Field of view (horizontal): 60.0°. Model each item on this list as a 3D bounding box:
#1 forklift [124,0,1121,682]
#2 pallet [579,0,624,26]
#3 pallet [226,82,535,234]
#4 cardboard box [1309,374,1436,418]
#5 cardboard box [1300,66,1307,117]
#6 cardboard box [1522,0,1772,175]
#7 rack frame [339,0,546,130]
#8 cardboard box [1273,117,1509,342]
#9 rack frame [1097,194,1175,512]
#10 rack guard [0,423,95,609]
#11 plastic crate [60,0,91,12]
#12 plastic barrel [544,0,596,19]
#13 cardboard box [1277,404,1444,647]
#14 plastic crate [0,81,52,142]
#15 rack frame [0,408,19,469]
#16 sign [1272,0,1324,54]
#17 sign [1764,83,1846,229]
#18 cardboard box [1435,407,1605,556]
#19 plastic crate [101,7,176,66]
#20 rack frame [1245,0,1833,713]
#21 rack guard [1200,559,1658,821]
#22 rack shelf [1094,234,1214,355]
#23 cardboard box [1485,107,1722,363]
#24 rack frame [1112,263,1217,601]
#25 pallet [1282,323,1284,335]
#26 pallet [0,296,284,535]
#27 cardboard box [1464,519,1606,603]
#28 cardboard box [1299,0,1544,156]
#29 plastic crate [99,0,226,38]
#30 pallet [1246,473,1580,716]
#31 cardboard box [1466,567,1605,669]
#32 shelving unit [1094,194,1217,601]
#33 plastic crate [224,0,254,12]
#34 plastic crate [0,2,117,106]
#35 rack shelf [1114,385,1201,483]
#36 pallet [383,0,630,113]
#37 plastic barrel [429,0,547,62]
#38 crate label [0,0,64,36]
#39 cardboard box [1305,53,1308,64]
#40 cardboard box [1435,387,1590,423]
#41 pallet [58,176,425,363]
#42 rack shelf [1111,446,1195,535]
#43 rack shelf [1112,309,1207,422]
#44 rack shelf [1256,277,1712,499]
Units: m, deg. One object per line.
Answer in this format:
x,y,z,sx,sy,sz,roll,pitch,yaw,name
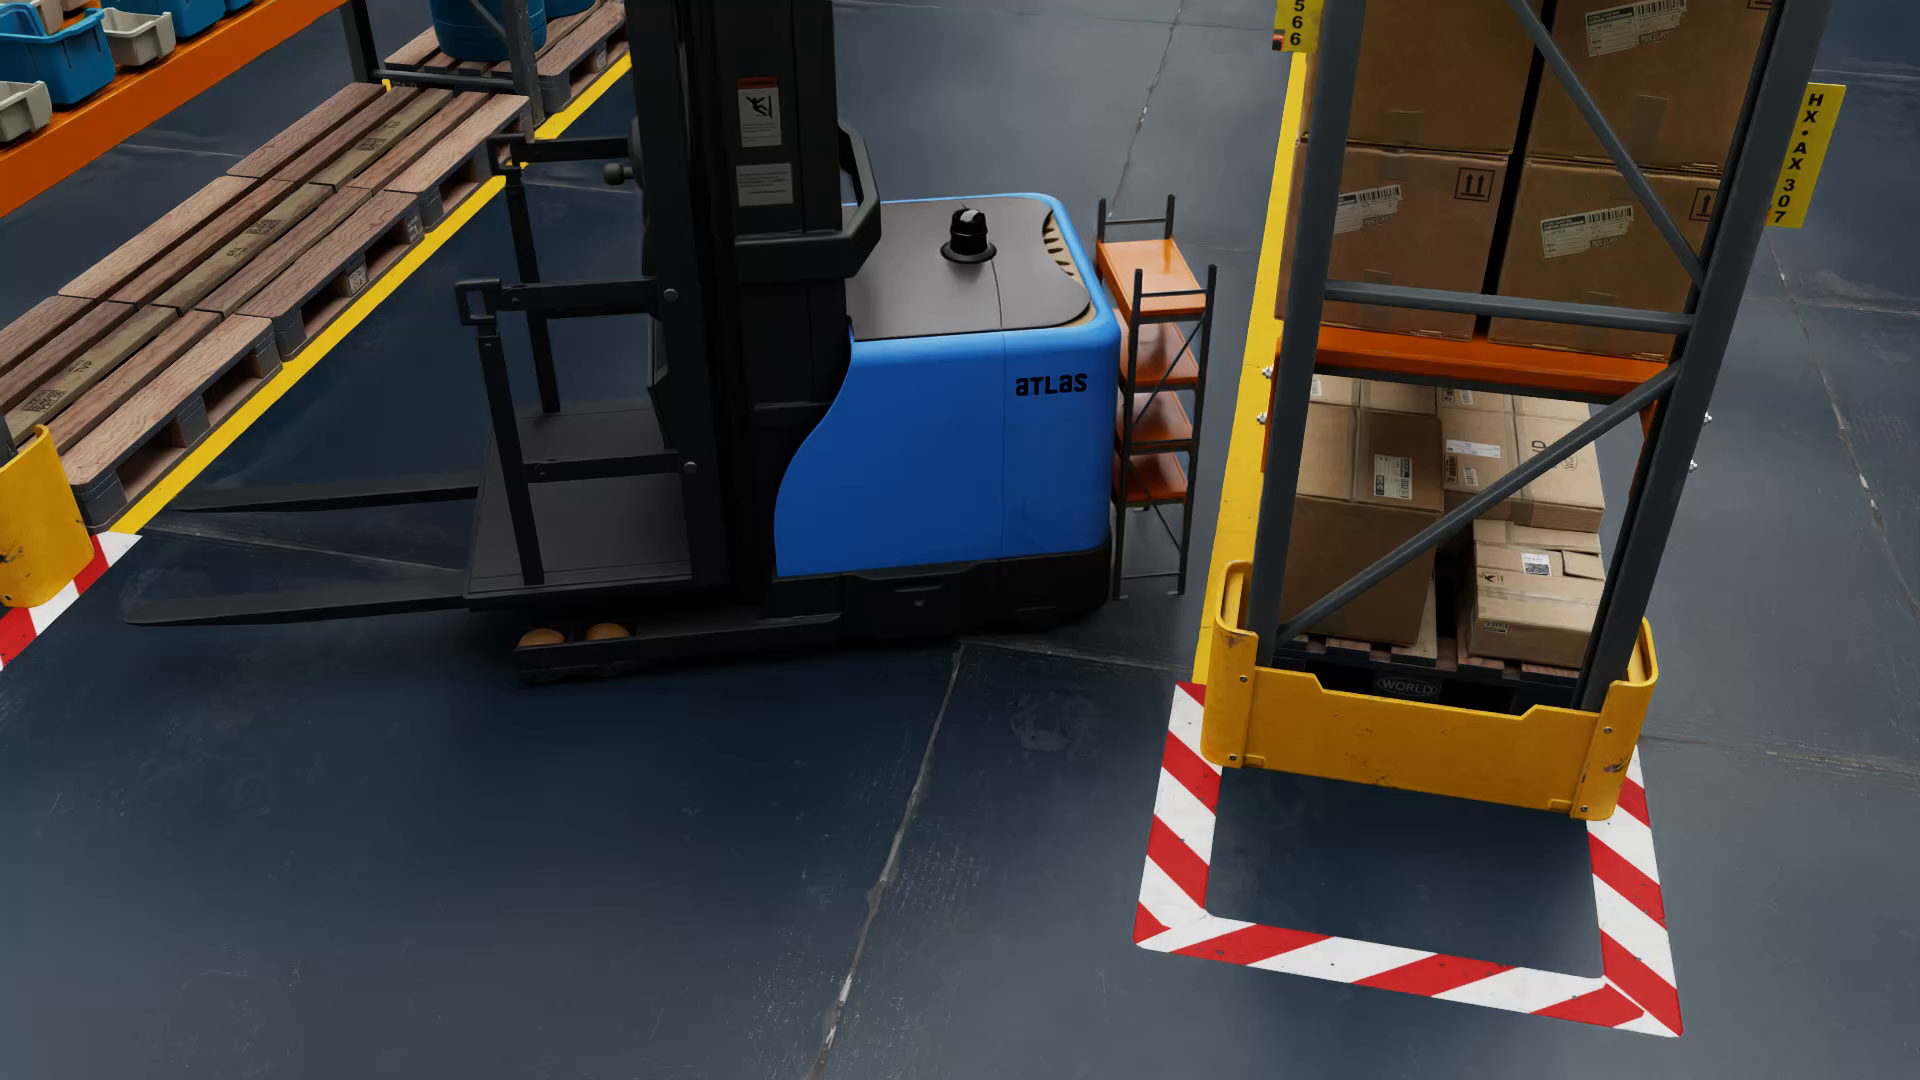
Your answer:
-1.079,-1.080,4.742,3.031,2.935,1.130,-5,36,-7,forklift
-2.234,-3.473,10.362,1.003,0.211,1.213,7,37,10,pallet
-2.817,-1.908,8.202,1.003,0.211,1.213,7,37,10,pallet
1.394,-0.495,5.845,0.500,0.250,0.500,7,37,10,cardboard box
1.223,-1.176,4.732,0.500,0.500,0.500,8,37,10,cardboard box
1.639,-1.214,3.931,0.500,0.500,0.500,8,37,11,cardboard box
-2.698,-3.463,7.972,1.000,3.000,0.127,7,37,10,rack frame
1.116,-0.878,4.321,0.500,0.500,0.500,8,37,11,cardboard box
0.551,-0.583,5.532,0.240,1.200,0.015,-5,36,-7,rack frame
-3.545,-0.142,5.520,1.175,0.500,0.348,7,37,10,rack guard
-3.398,-2.077,6.233,0.298,0.136,0.250,7,37,10,plastic crate
-2.414,-3.499,9.452,0.600,0.901,0.708,7,37,10,plastic barrel
1.162,-0.056,5.026,0.500,0.500,0.500,7,37,10,cardboard box
-3.028,-1.361,5.246,0.250,0.136,0.298,7,37,10,plastic crate
-3.552,-1.170,4.808,1.000,3.000,0.127,7,37,10,rack frame
0.748,-1.225,3.628,0.100,0.325,0.005,7,37,10,sign
1.816,-0.829,3.601,0.100,0.325,0.005,7,37,10,sign
1.786,-0.175,5.403,0.500,0.250,0.500,7,37,10,cardboard box
-2.883,-1.750,5.782,0.250,0.136,0.298,7,37,10,plastic crate
1.286,-0.547,3.949,1.000,3.000,0.127,7,37,10,rack frame
1.302,0.422,4.742,1.175,0.500,0.348,7,37,10,rack guard
0.587,-0.760,5.106,0.258,0.148,0.480,-5,36,-7,rack shelf
1.639,-0.809,4.225,0.500,0.500,0.500,8,37,11,cardboard box
0.622,-0.300,5.141,0.240,1.200,0.015,-5,36,-7,rack frame
1.735,-0.616,6.420,1.003,0.211,1.213,7,37,10,pallet
-3.338,-0.509,6.272,1.003,0.211,1.213,7,37,10,pallet
1.765,0.082,5.120,0.380,0.166,0.250,7,37,10,cardboard box
1.113,-1.282,4.025,0.500,0.500,0.500,7,37,10,cardboard box
-2.896,-1.982,6.020,0.416,0.233,0.300,7,37,10,plastic crate
1.472,0.082,5.458,1.003,0.211,1.213,7,37,10,pallet
1.711,0.232,4.928,0.380,0.149,0.250,7,37,10,cardboard box
0.587,-0.441,5.336,0.258,1.200,0.503,-5,36,-7,shelving unit
-2.832,-2.154,6.257,0.416,0.233,0.300,7,37,10,plastic crate
-3.037,-1.604,5.499,0.416,0.233,0.300,7,37,10,plastic crate
0.586,-0.387,5.376,0.258,0.148,0.480,-5,36,-7,rack shelf
-2.492,-2.771,9.394,1.003,0.211,1.213,7,37,10,pallet
-2.565,-3.093,8.892,0.600,0.901,0.708,7,37,10,plastic barrel
-3.443,-1.905,5.996,0.396,0.136,0.243,7,37,10,crate label
1.220,-1.572,4.425,0.500,0.500,0.500,8,37,11,cardboard box
1.893,-0.461,5.798,0.500,0.250,0.500,7,37,10,cardboard box
-3.075,-1.206,7.234,1.003,0.211,1.213,7,37,10,pallet
0.586,-0.226,5.492,0.258,0.148,0.480,-5,36,-7,rack shelf
0.587,-0.568,5.244,0.258,0.148,0.480,-5,36,-7,rack shelf
1.713,-1.402,5.742,1.077,0.370,4.000,7,37,10,rack shelf
